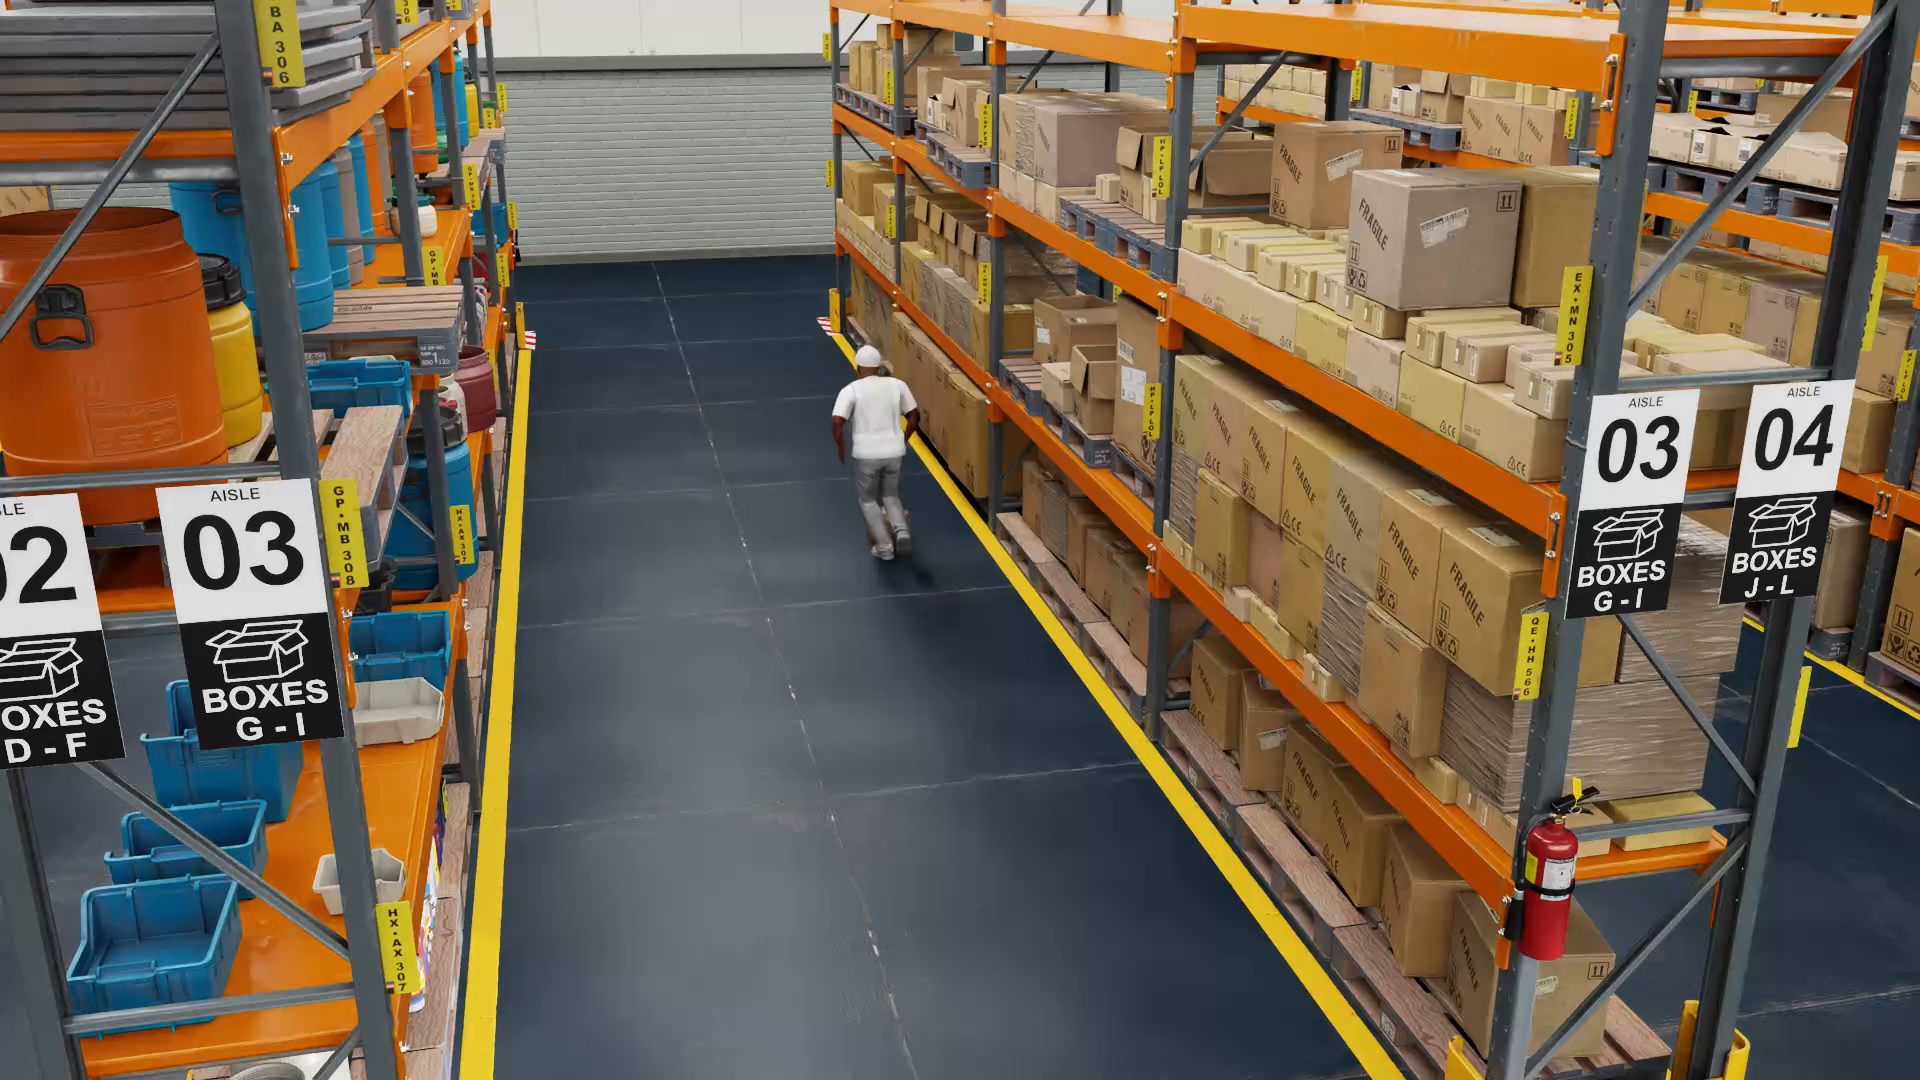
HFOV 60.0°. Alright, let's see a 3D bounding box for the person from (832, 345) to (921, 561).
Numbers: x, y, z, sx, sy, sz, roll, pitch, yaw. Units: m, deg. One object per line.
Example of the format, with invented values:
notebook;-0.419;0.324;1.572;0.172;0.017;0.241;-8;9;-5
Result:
person;-0.649;-0.662;13.061;0.727;1.666;0.767;-7;21;-20
